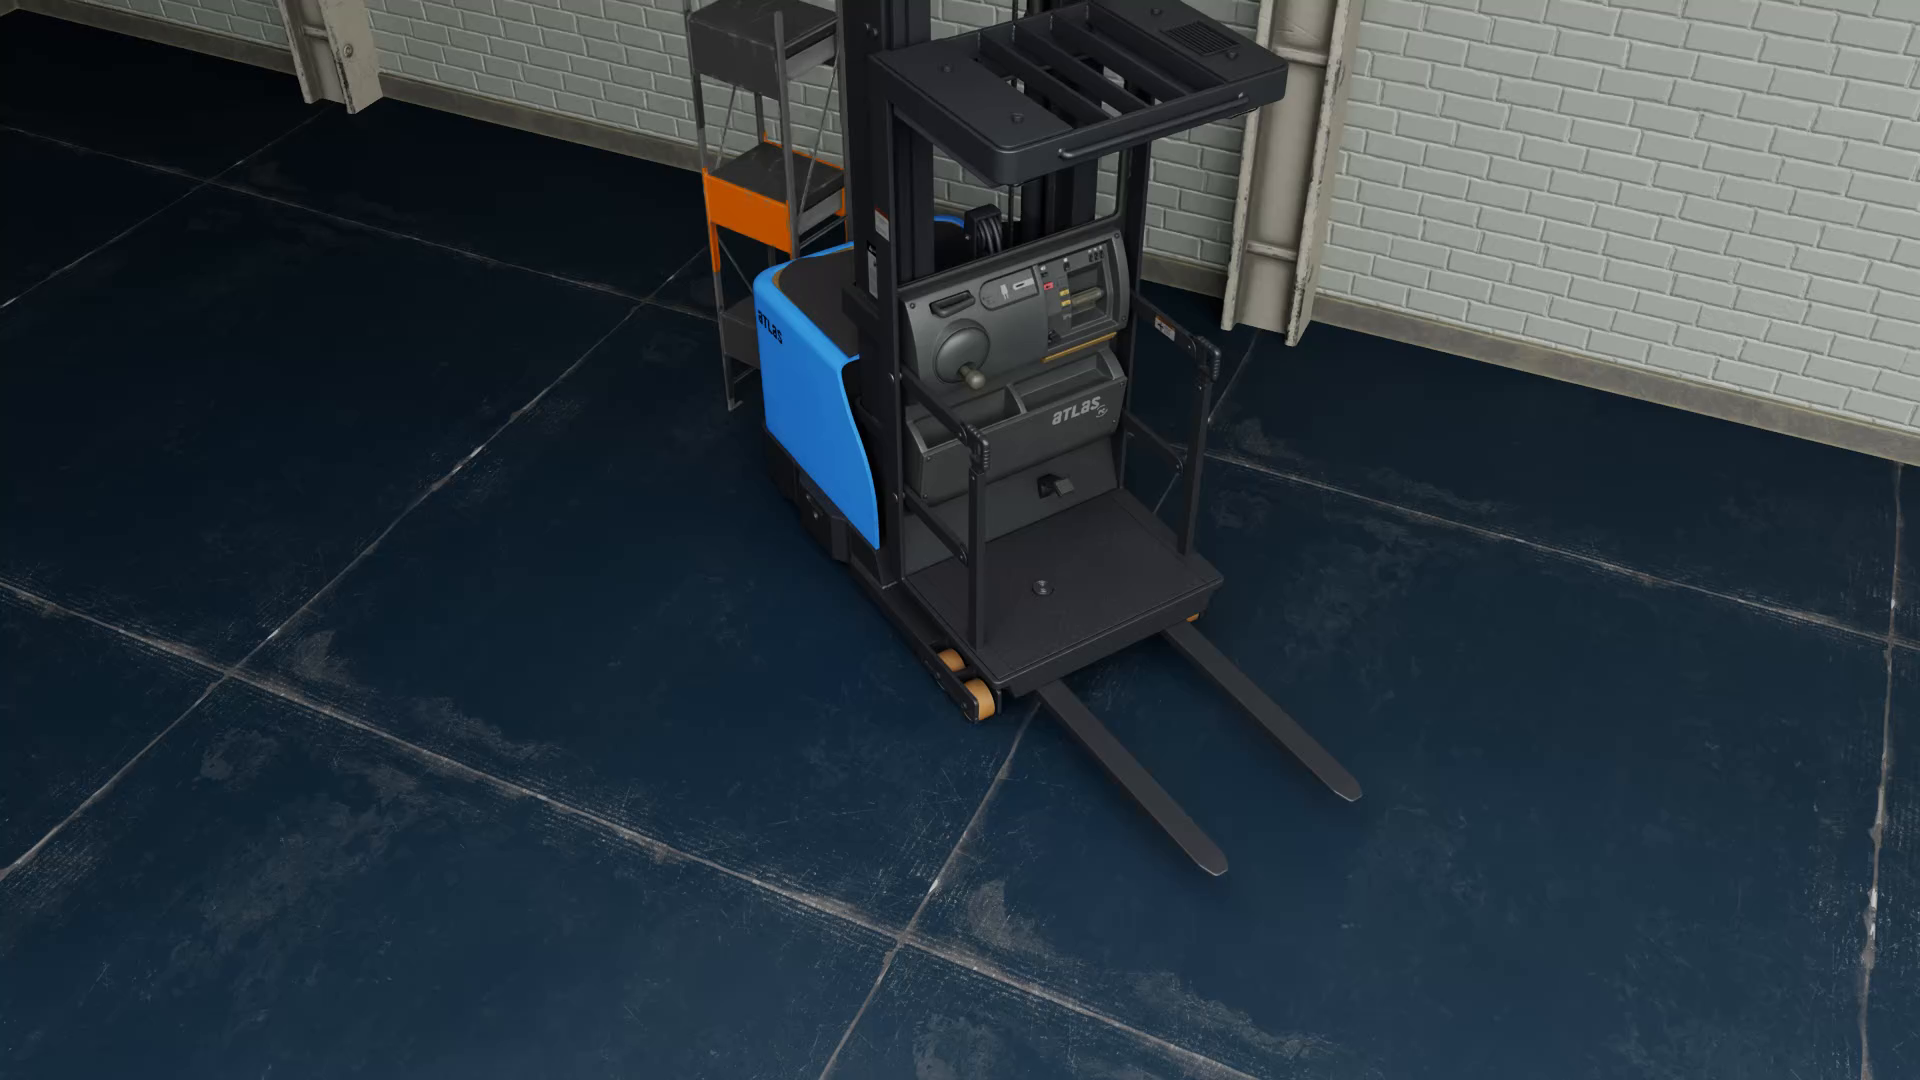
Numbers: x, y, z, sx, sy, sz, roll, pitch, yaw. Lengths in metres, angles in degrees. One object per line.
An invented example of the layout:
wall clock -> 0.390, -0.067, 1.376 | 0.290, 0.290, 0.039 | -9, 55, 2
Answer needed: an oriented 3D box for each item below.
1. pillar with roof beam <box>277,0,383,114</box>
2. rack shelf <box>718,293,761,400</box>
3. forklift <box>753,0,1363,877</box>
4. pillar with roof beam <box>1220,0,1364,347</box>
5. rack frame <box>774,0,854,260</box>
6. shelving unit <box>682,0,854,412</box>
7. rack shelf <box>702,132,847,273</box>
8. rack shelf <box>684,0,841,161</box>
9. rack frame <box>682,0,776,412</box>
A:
pillar with roof beam -> -5.685, -3.626, 4.562 | 0.400, 9.000, 9.100 | 17, 44, 19
rack shelf -> -0.789, -0.882, 7.754 | 0.480, 0.518, 0.431 | 26, 47, 26
forklift -> 0.335, -0.760, 5.889 | 1.130, 2.935, 3.031 | -22, 46, -24
pillar with roof beam -> -0.248, -1.964, 2.645 | 0.400, 9.000, 9.100 | 17, 44, 19
rack frame -> -0.591, -1.327, 7.178 | 0.015, 2.100, 0.400 | 26, 47, 26
shelving unit -> -0.789, -1.421, 7.286 | 0.503, 2.100, 0.431 | 26, 47, 26
rack shelf -> -0.789, -1.411, 7.295 | 0.480, 0.518, 0.431 | 26, 47, 26
rack shelf -> -0.789, -1.940, 6.837 | 0.480, 0.518, 0.431 | 26, 47, 26
rack frame -> -0.986, -1.515, 7.395 | 0.015, 2.100, 0.400 | 26, 47, 26
